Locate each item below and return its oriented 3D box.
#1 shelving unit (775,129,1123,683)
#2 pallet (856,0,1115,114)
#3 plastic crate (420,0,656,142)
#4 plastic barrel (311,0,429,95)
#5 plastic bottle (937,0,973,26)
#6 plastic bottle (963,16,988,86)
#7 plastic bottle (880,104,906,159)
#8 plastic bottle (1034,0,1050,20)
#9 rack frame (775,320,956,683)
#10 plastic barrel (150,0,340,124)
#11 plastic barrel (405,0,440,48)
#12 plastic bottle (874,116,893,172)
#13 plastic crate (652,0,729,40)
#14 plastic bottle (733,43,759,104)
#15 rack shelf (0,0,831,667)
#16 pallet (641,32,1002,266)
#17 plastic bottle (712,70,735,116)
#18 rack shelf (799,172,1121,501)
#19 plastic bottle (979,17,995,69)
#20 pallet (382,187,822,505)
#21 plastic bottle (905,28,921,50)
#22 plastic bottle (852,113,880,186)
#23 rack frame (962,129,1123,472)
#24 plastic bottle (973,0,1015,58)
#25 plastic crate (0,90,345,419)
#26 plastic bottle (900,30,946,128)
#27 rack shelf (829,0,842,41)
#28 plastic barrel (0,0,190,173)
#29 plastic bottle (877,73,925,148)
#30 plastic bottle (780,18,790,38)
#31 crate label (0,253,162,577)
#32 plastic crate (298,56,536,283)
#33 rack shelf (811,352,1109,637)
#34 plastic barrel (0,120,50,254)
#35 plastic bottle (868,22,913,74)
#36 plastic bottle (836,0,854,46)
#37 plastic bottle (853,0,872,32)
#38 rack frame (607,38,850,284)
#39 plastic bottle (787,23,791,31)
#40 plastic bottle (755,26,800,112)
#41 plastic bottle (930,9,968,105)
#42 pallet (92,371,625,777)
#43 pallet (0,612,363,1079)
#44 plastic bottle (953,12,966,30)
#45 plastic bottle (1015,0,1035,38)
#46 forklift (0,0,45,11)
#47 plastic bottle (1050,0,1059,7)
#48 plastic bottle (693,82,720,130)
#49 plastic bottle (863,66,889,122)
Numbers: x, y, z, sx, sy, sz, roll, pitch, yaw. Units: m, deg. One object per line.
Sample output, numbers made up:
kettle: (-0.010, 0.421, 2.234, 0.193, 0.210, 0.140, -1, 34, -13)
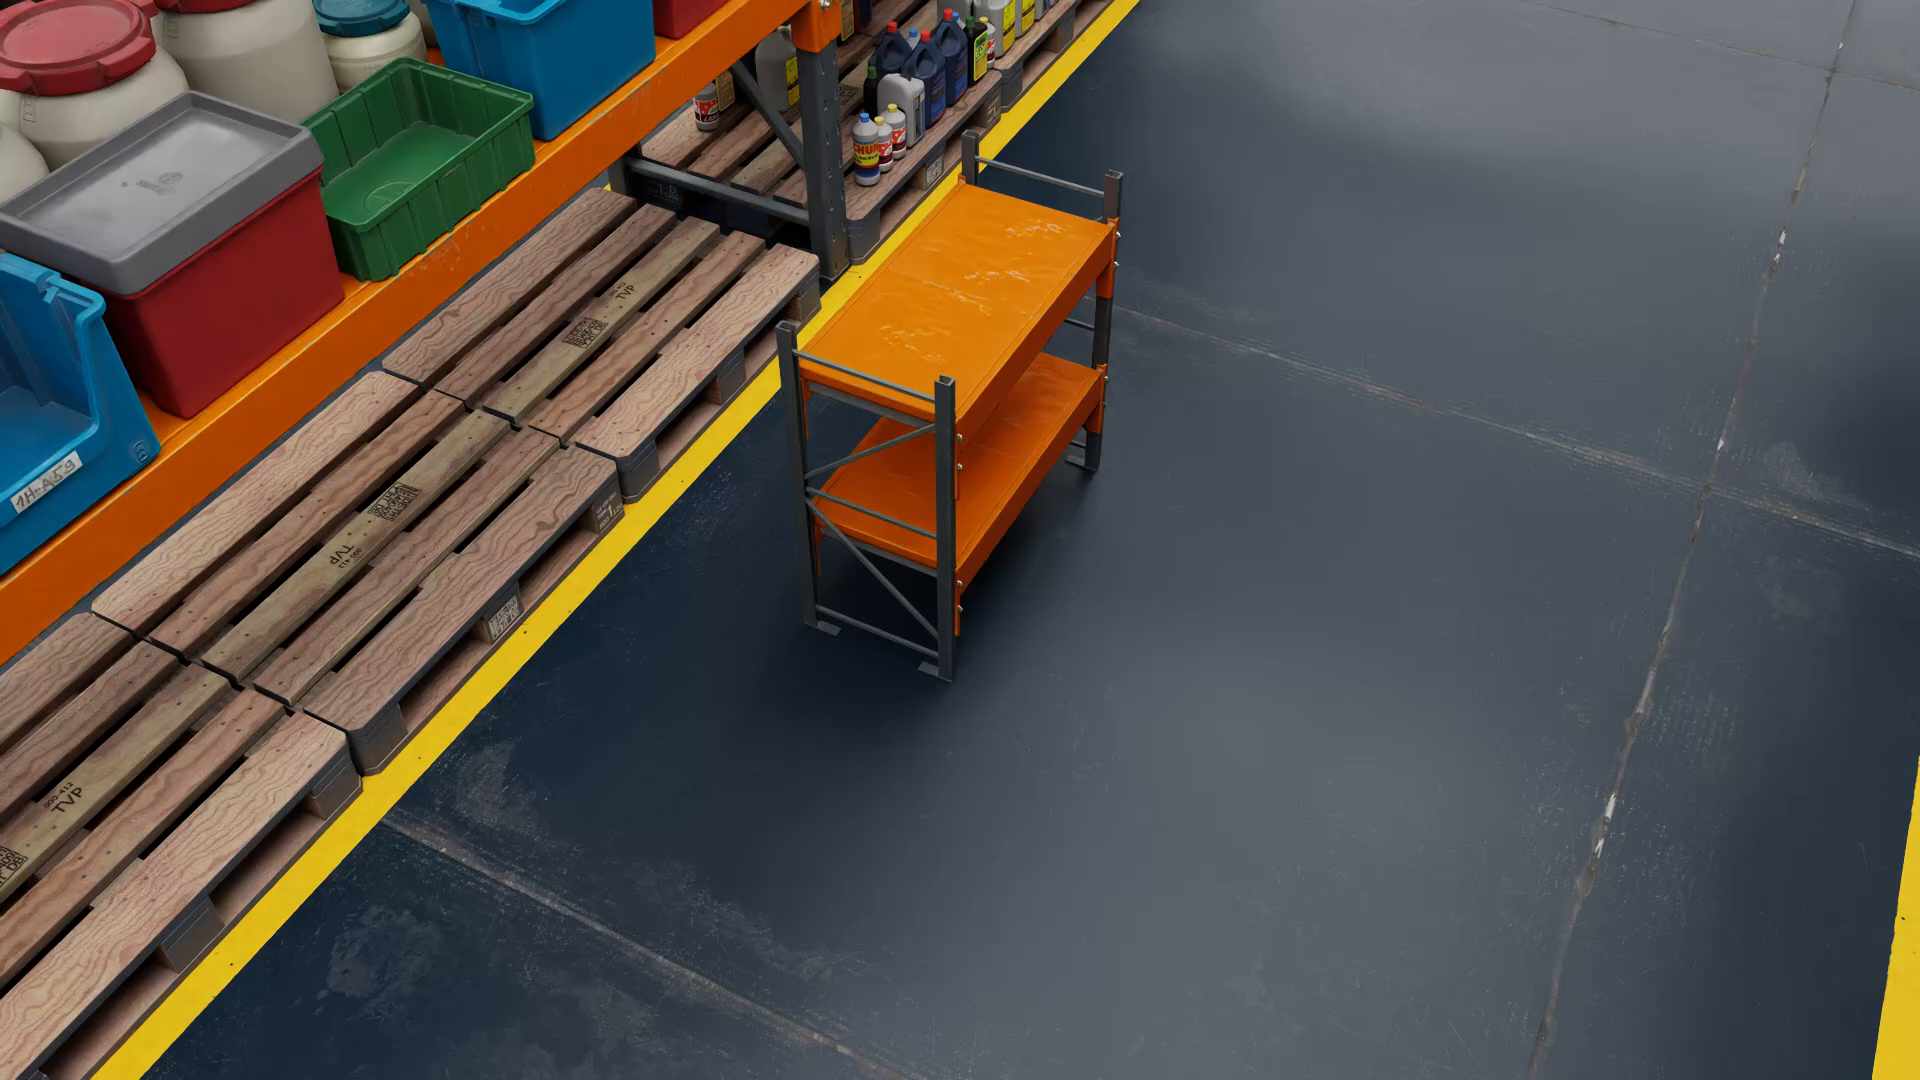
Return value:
shelving unit: (-0.003, -0.391, 4.846, 0.538, 1.125, 1.048, 20, 49, 19)
pallet: (0.028, -2.412, 7.486, 1.003, 0.211, 1.213, 20, 49, 19)
plastic crate: (-1.123, -1.408, 4.544, 0.392, 0.384, 0.575, 20, 49, 19)
plastic barrel: (-1.636, -1.380, 4.602, 0.301, 0.262, 0.301, 0, 45, 0)
plastic bottle: (-0.002, -2.200, 6.921, 0.152, 0.276, 0.135, 20, 49, 19)
plastic bottle: (0.057, -1.992, 6.710, 0.061, 0.283, 0.133, 23, 50, 21)
plastic bottle: (-0.256, -1.567, 6.348, 0.097, 0.201, 0.097, 0, 45, 0)
plastic bottle: (0.301, -2.390, 7.109, 0.152, 0.276, 0.135, 19, 48, 18)
rack frame: (-0.239, -0.071, 4.529, 0.500, 1.125, 0.032, 20, 49, 19)
plastic barrel: (-1.865, -1.267, 4.298, 0.433, 0.535, 0.433, 0, 45, 0)
plastic barrel: (-1.525, -1.729, 4.754, 0.433, 0.535, 0.433, 0, 45, 0)
plastic bottle: (-0.303, -1.503, 6.284, 0.097, 0.201, 0.097, 0, 45, 0)
plastic crate: (-0.840, -1.828, 4.903, 0.402, 0.464, 0.583, 20, 49, 19)
plastic bottle: (-0.842, -1.936, 6.608, 0.144, 0.351, 0.185, 19, 48, 18)
rack shelf: (-1.815, -0.699, 4.338, 1.077, 0.370, 4.000, 20, 49, 19)
pallet: (-0.537, -1.641, 6.723, 1.003, 0.211, 1.213, 20, 49, 19)
plastic bottle: (-0.955, -1.824, 6.544, 0.061, 0.283, 0.133, 23, 50, 21)
rack shelf: (-0.003, -0.597, 4.638, 0.538, 0.278, 1.000, 20, 49, 19)
plastic bottle: (0.096, -2.044, 6.819, 0.097, 0.201, 0.097, 0, 45, 0)
pallet: (-1.216, -0.724, 5.817, 1.003, 0.211, 1.213, 20, 49, 19)
plastic bottle: (-0.184, -1.910, 6.638, 0.097, 0.271, 0.097, 0, 45, 0)
plastic bottle: (-0.350, -1.463, 6.196, 0.097, 0.271, 0.097, 0, 45, 0)
rack frame: (0.233, -0.711, 5.162, 0.500, 1.125, 0.032, 20, 49, 19)
plastic bottle: (0.141, -2.193, 6.862, 0.144, 0.351, 0.185, 20, 49, 19)
plastic crate: (-1.722, -0.631, 3.720, 0.402, 0.464, 0.583, 20, 49, 19)
plastic bottle: (-0.144, -1.807, 6.480, 0.144, 0.351, 0.185, 22, 49, 20)
rack shelf: (0.042, -3.219, 6.828, 1.077, 0.370, 4.000, 20, 49, 19)
plastic barrel: (-2.066, -0.994, 4.028, 0.433, 0.535, 0.433, 0, 45, 0)
plastic bottle: (-0.224, -1.678, 6.405, 0.152, 0.276, 0.135, 22, 49, 20)
plastic bottle: (-0.753, -2.057, 6.727, 0.144, 0.351, 0.185, 18, 48, 17)
crate label: (-2.042, -0.241, 3.354, 0.502, 0.435, 0.616, 20, 49, 19)
plastic crate: (-1.445, -0.947, 4.226, 0.450, 0.188, 0.662, 20, 49, 19)
rack shelf: (-0.003, -0.219, 5.020, 0.538, 0.278, 1.000, 20, 49, 19)
plastic barrel: (-2.259, -0.715, 3.769, 0.421, 0.512, 0.421, 0, 45, 0)
plastic bottle: (-0.272, -1.854, 6.527, 0.144, 0.351, 0.185, 20, 49, 19)
plastic bottle: (-0.501, -2.219, 6.935, 0.061, 0.283, 0.133, 20, 49, 19)
plastic bottle: (-0.430, -2.303, 7.018, 0.061, 0.283, 0.133, 20, 49, 19)
rack frame: (-0.886, -2.212, 5.327, 1.000, 3.000, 0.127, 20, 49, 19)
plastic bottle: (-0.611, -1.998, 6.721, 0.152, 0.276, 0.135, 20, 49, 19)
plastic bottle: (-0.715, -1.889, 6.561, 0.144, 0.351, 0.185, 20, 49, 19)
plastic bottle: (-0.056, -1.926, 6.597, 0.144, 0.351, 0.185, 19, 48, 17)
pallet: (-1.782, 0.047, 5.055, 1.003, 0.211, 1.213, 20, 49, 19)
pallet: (-2.349, 0.813, 4.298, 1.003, 0.211, 1.213, 20, 49, 19)
plastic bottle: (-0.021, -2.003, 6.729, 0.097, 0.271, 0.097, 0, 45, 0)
plastic bottle: (0.227, -2.311, 6.978, 0.144, 0.351, 0.185, 22, 49, 21)
forklift: (-3.717, -2.464, 5.624, 1.130, 2.935, 3.031, 32, 54, 28)
plastic bottle: (0.365, -2.477, 7.195, 0.152, 0.276, 0.135, 21, 49, 19)
plastic bottle: (-0.994, -1.714, 6.493, 0.097, 0.201, 0.097, 0, 45, 0)
plastic bottle: (-0.319, -1.715, 6.437, 0.061, 0.283, 0.133, 20, 49, 19)
